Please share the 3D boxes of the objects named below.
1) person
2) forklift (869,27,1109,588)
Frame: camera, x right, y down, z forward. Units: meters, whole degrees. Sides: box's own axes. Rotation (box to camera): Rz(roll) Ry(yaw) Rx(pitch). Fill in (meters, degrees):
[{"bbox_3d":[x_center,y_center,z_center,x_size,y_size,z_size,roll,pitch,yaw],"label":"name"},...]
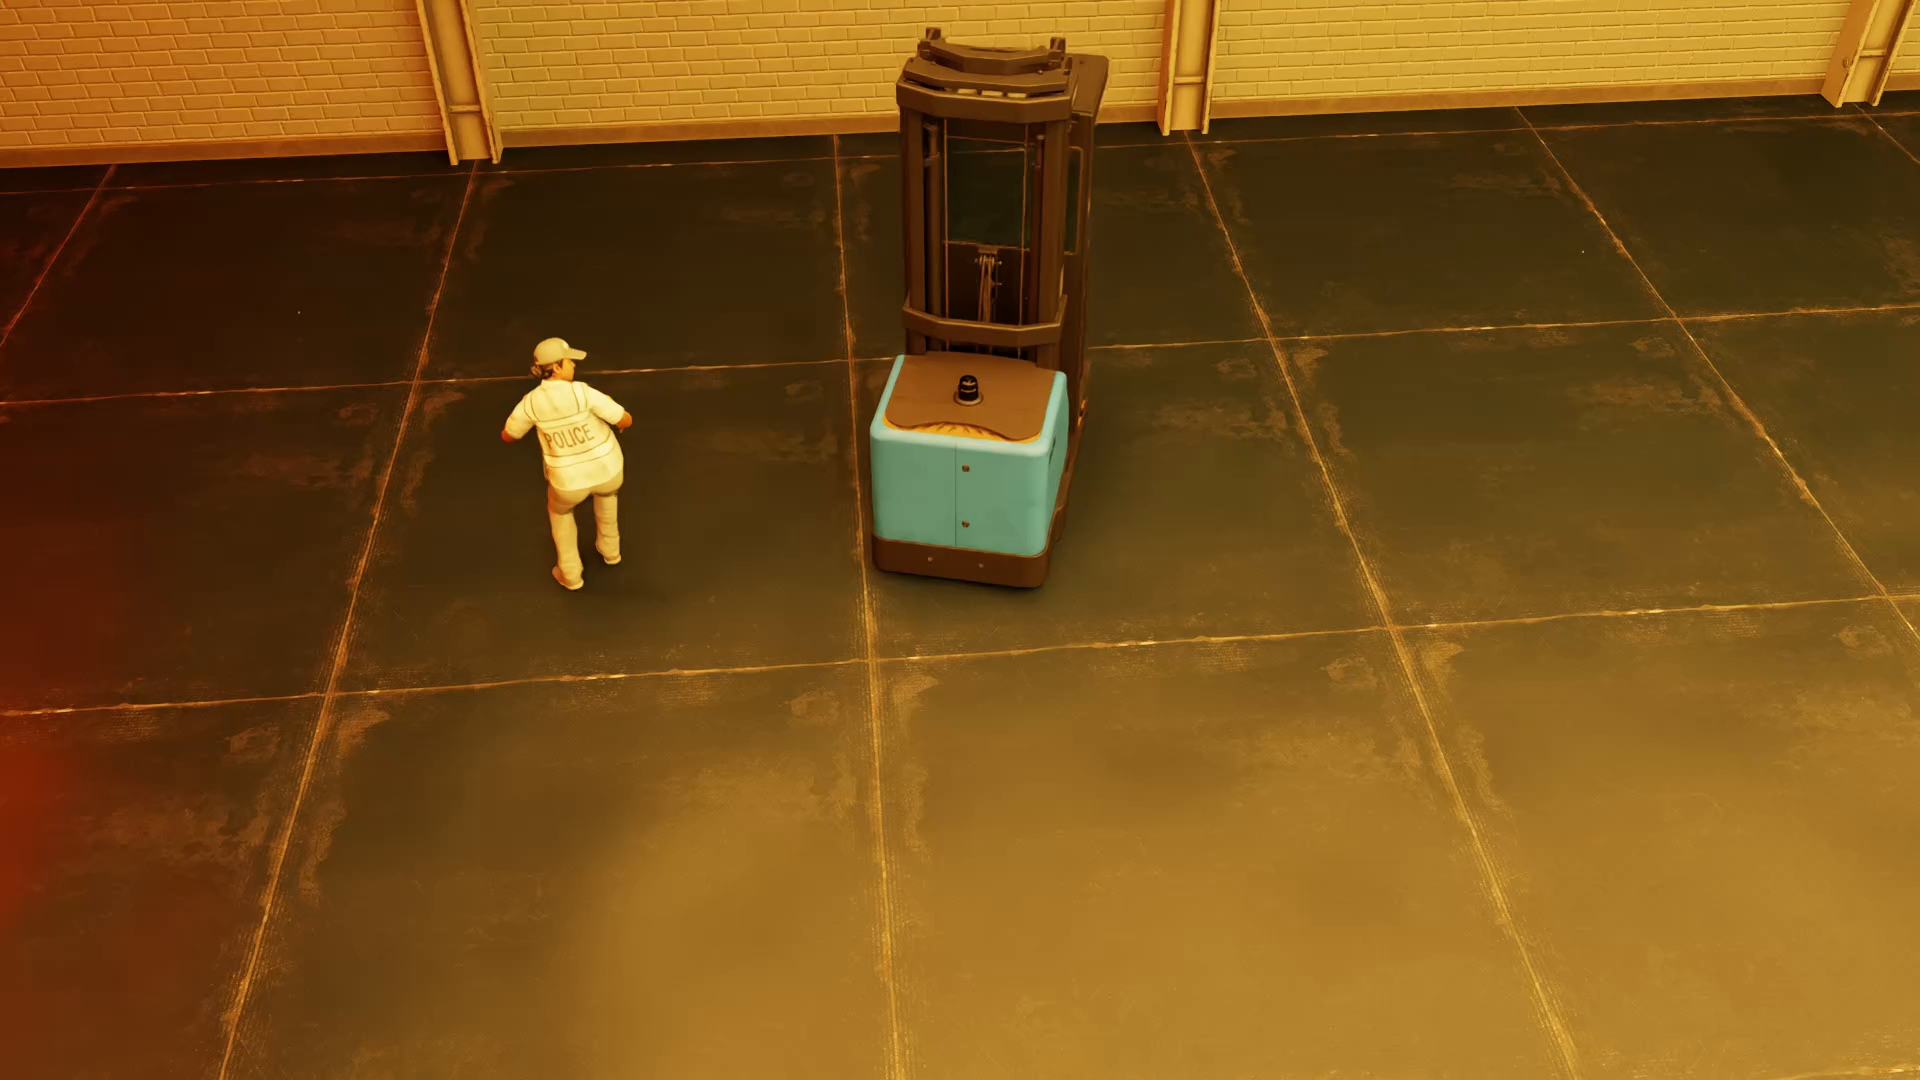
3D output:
[{"bbox_3d":[-2.216,-0.448,9.522,0.719,1.622,0.630,-12,42,-13],"label":"person"},{"bbox_3d":[0.251,-1.796,10.037,1.130,2.935,3.031,7,41,8],"label":"forklift"}]
